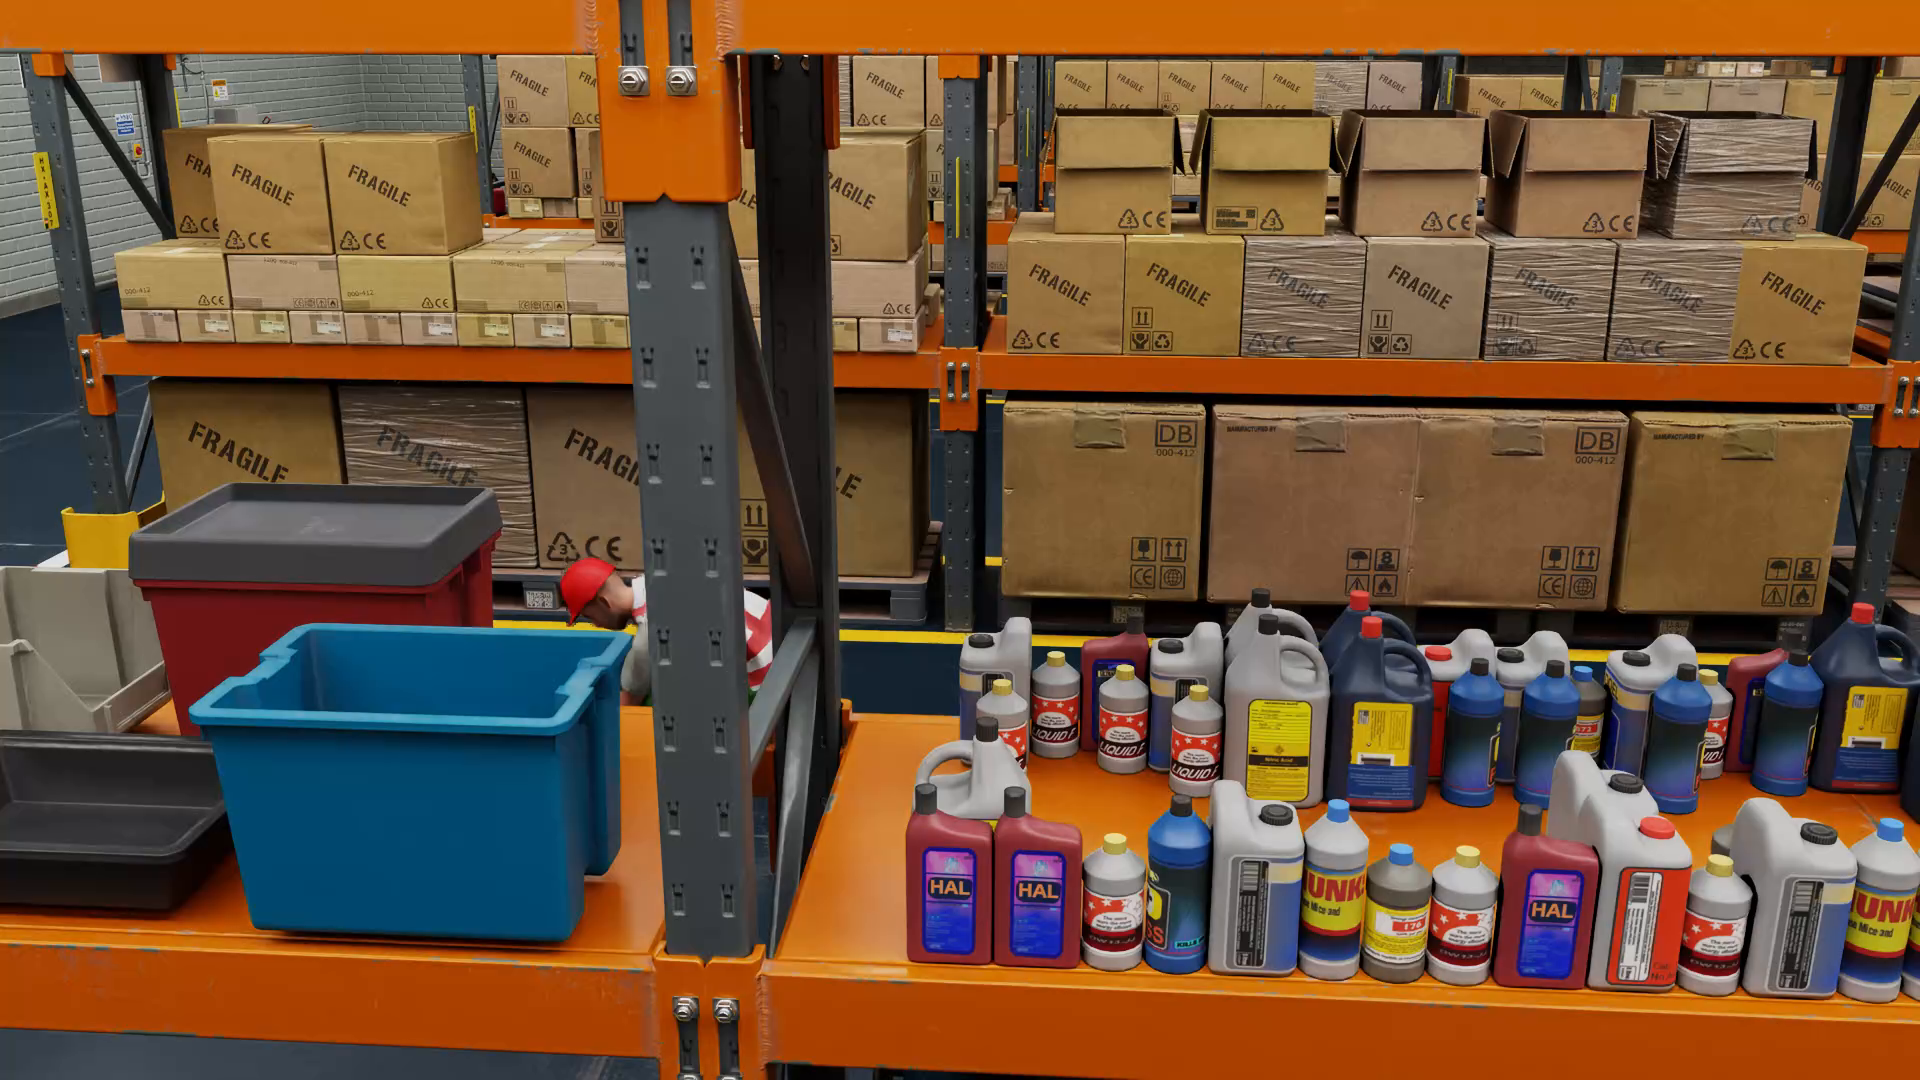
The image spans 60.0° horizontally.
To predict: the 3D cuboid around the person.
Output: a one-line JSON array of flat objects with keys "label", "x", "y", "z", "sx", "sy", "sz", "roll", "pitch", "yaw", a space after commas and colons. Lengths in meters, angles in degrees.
[{"label": "person", "x": -0.990, "y": 0.479, "z": 6.127, "sx": 0.896, "sy": 0.877, "sz": 0.557, "roll": 1, "pitch": 17, "yaw": 4}]
